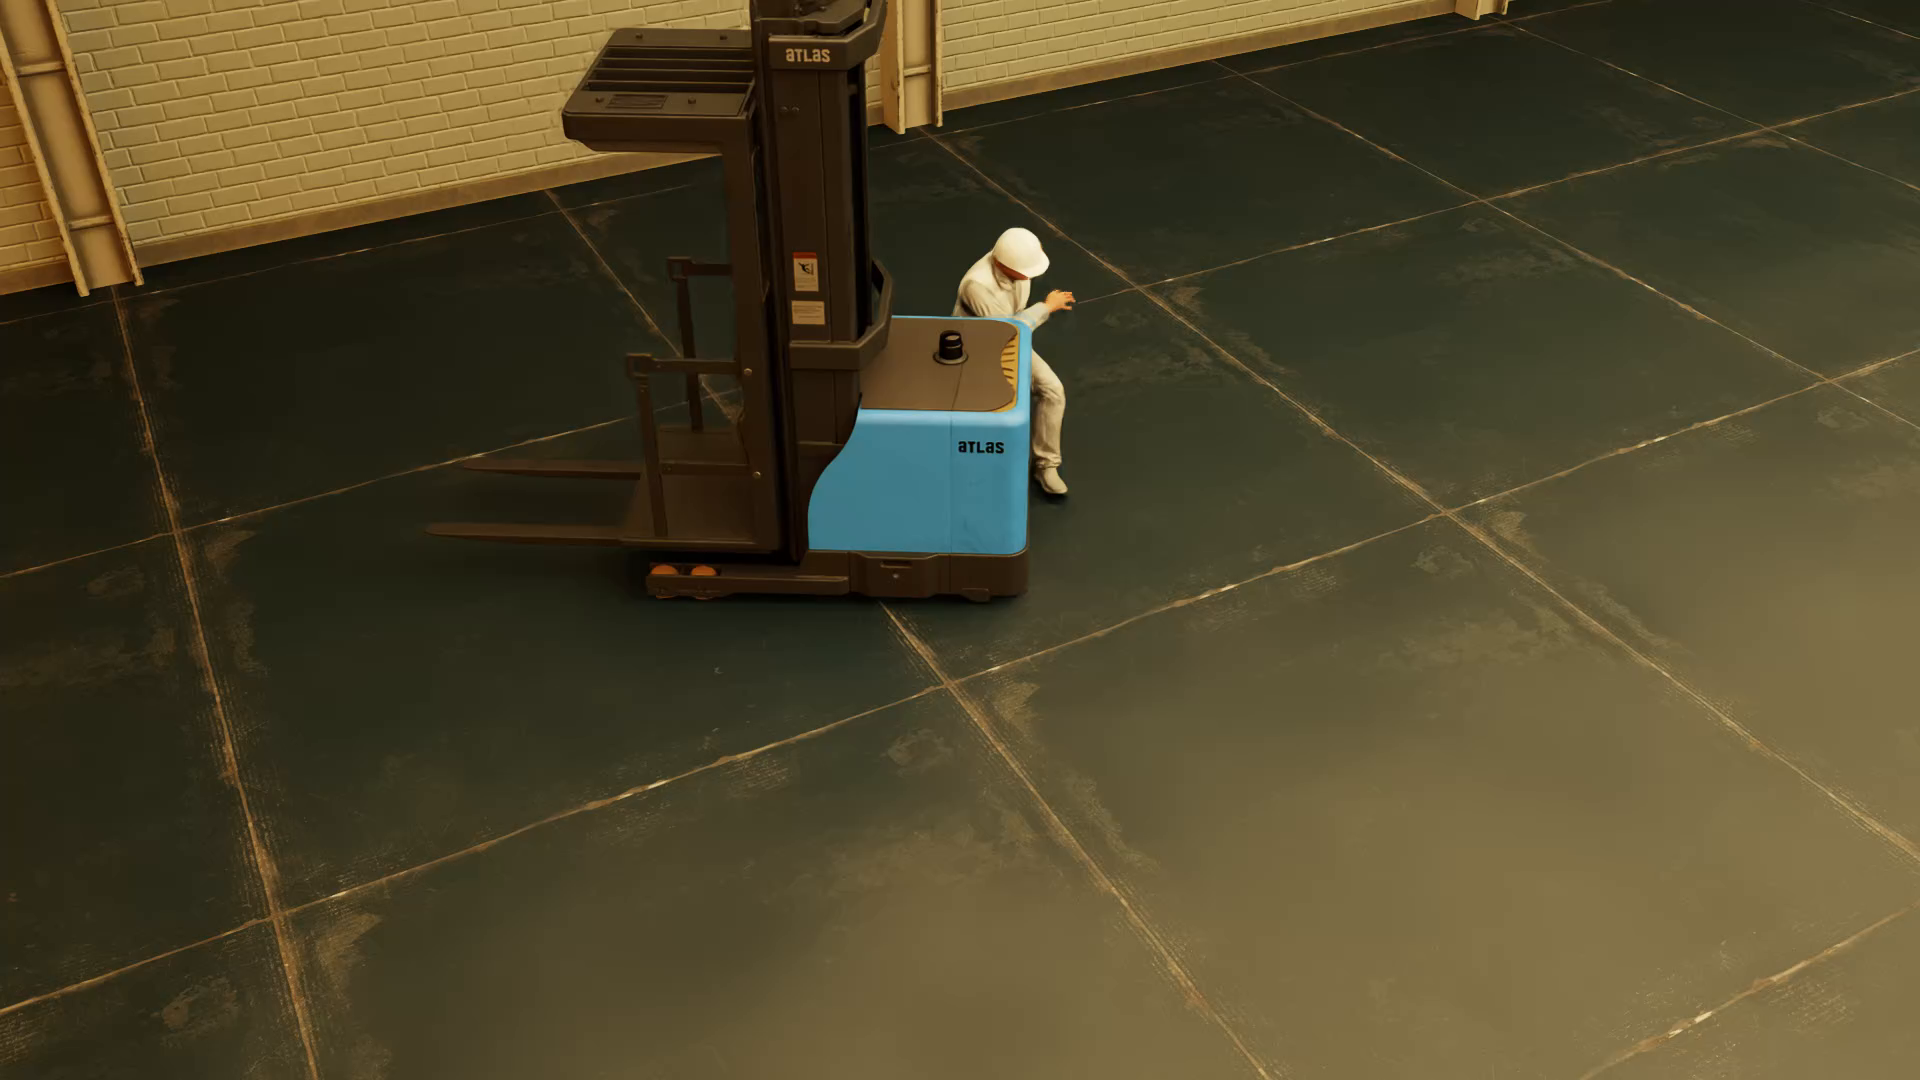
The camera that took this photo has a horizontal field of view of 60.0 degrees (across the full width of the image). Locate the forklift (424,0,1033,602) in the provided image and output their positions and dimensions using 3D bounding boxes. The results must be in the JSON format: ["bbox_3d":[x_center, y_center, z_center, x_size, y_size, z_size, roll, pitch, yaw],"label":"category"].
[{"bbox_3d":[-1.159,-1.204,7.827,3.031,2.935,1.130,2,35,2],"label":"forklift"}]

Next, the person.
[{"bbox_3d":[0.395,-1.071,8.964,0.932,1.477,1.178,26,43,32],"label":"person"}]
